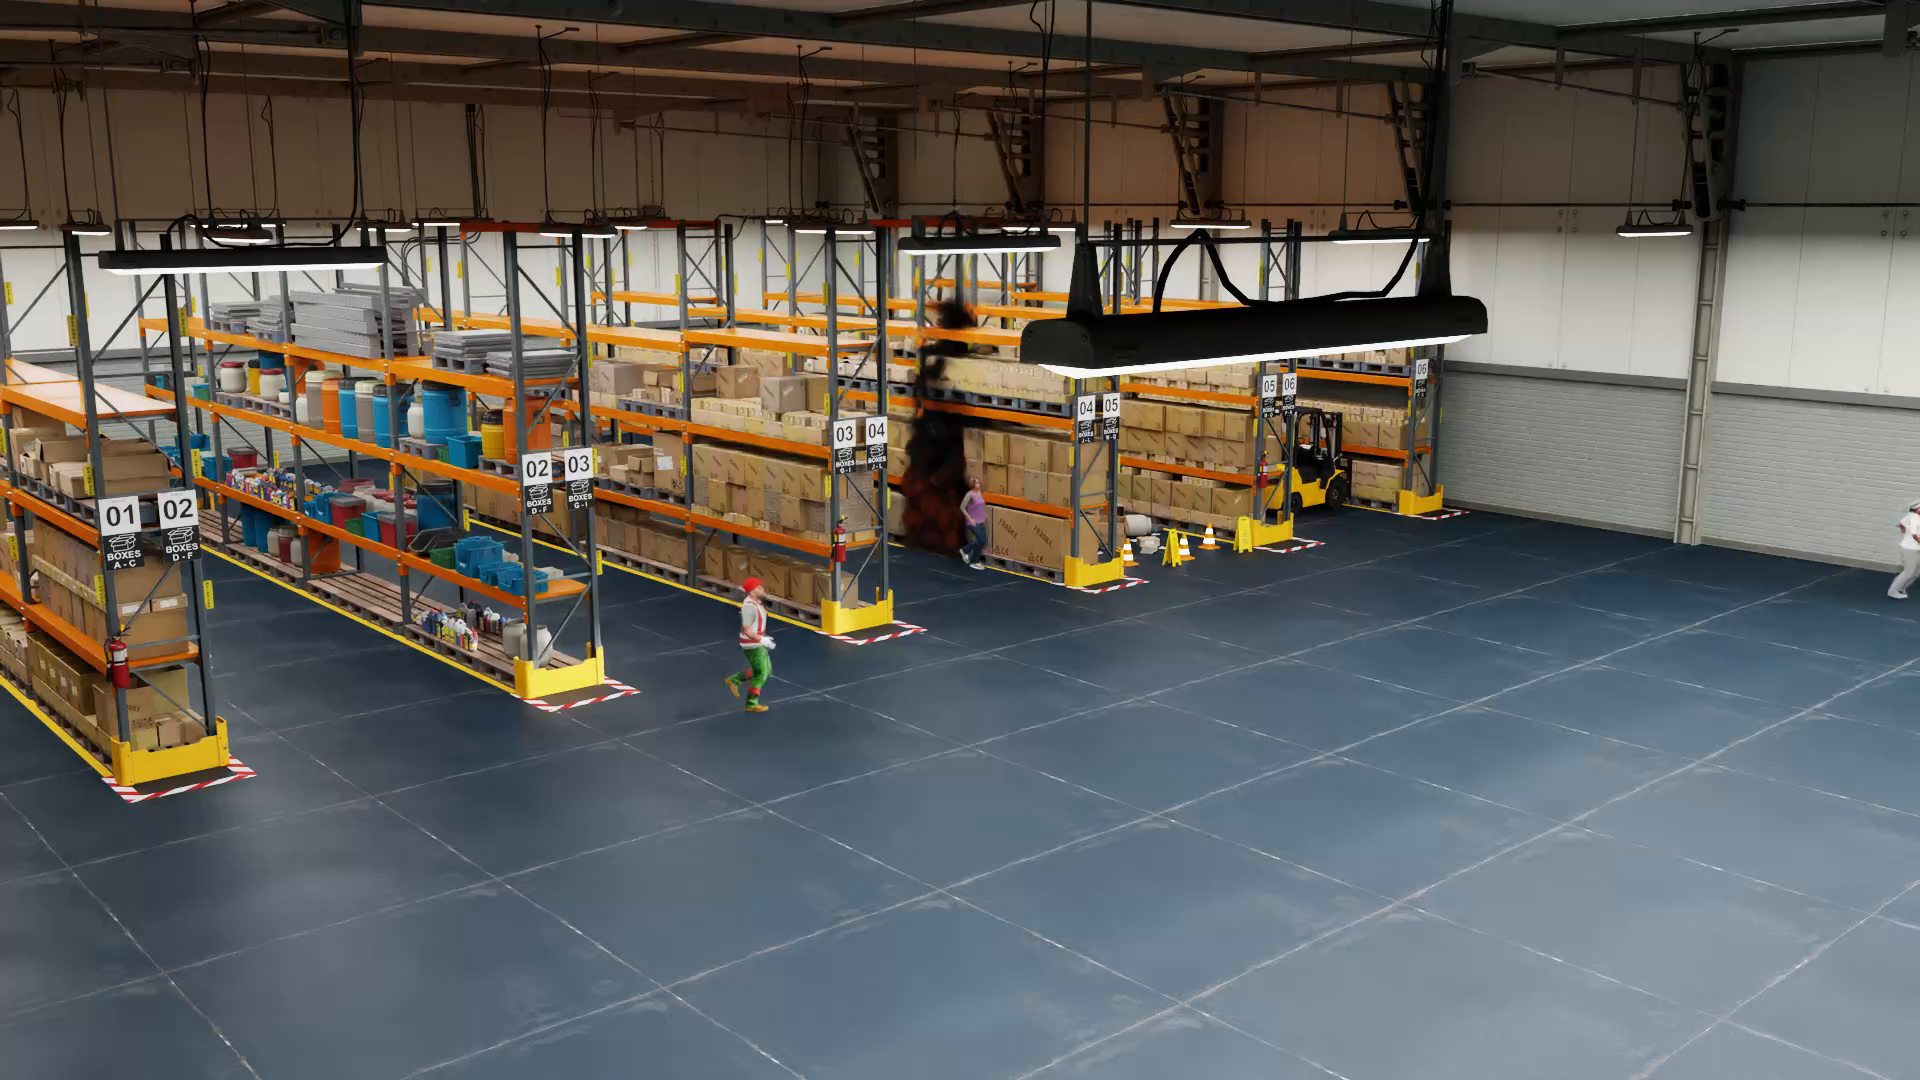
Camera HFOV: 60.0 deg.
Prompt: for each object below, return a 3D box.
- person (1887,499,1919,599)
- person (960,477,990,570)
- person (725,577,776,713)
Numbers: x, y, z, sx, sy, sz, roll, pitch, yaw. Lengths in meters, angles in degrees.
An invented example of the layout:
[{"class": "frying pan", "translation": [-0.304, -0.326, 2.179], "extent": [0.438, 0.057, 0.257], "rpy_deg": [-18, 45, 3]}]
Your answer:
[{"class": "person", "translation": [15.453, 0.149, 26.914], "extent": [0.638, 1.678, 0.594], "rpy_deg": [6, 13, 28]}, {"class": "person", "translation": [0.249, -0.284, 27.918], "extent": [0.489, 1.568, 0.544], "rpy_deg": [8, 14, 33]}, {"class": "person", "translation": [-2.645, 1.316, 20.960], "extent": [0.678, 1.747, 0.670], "rpy_deg": [0, 11, 0]}]
